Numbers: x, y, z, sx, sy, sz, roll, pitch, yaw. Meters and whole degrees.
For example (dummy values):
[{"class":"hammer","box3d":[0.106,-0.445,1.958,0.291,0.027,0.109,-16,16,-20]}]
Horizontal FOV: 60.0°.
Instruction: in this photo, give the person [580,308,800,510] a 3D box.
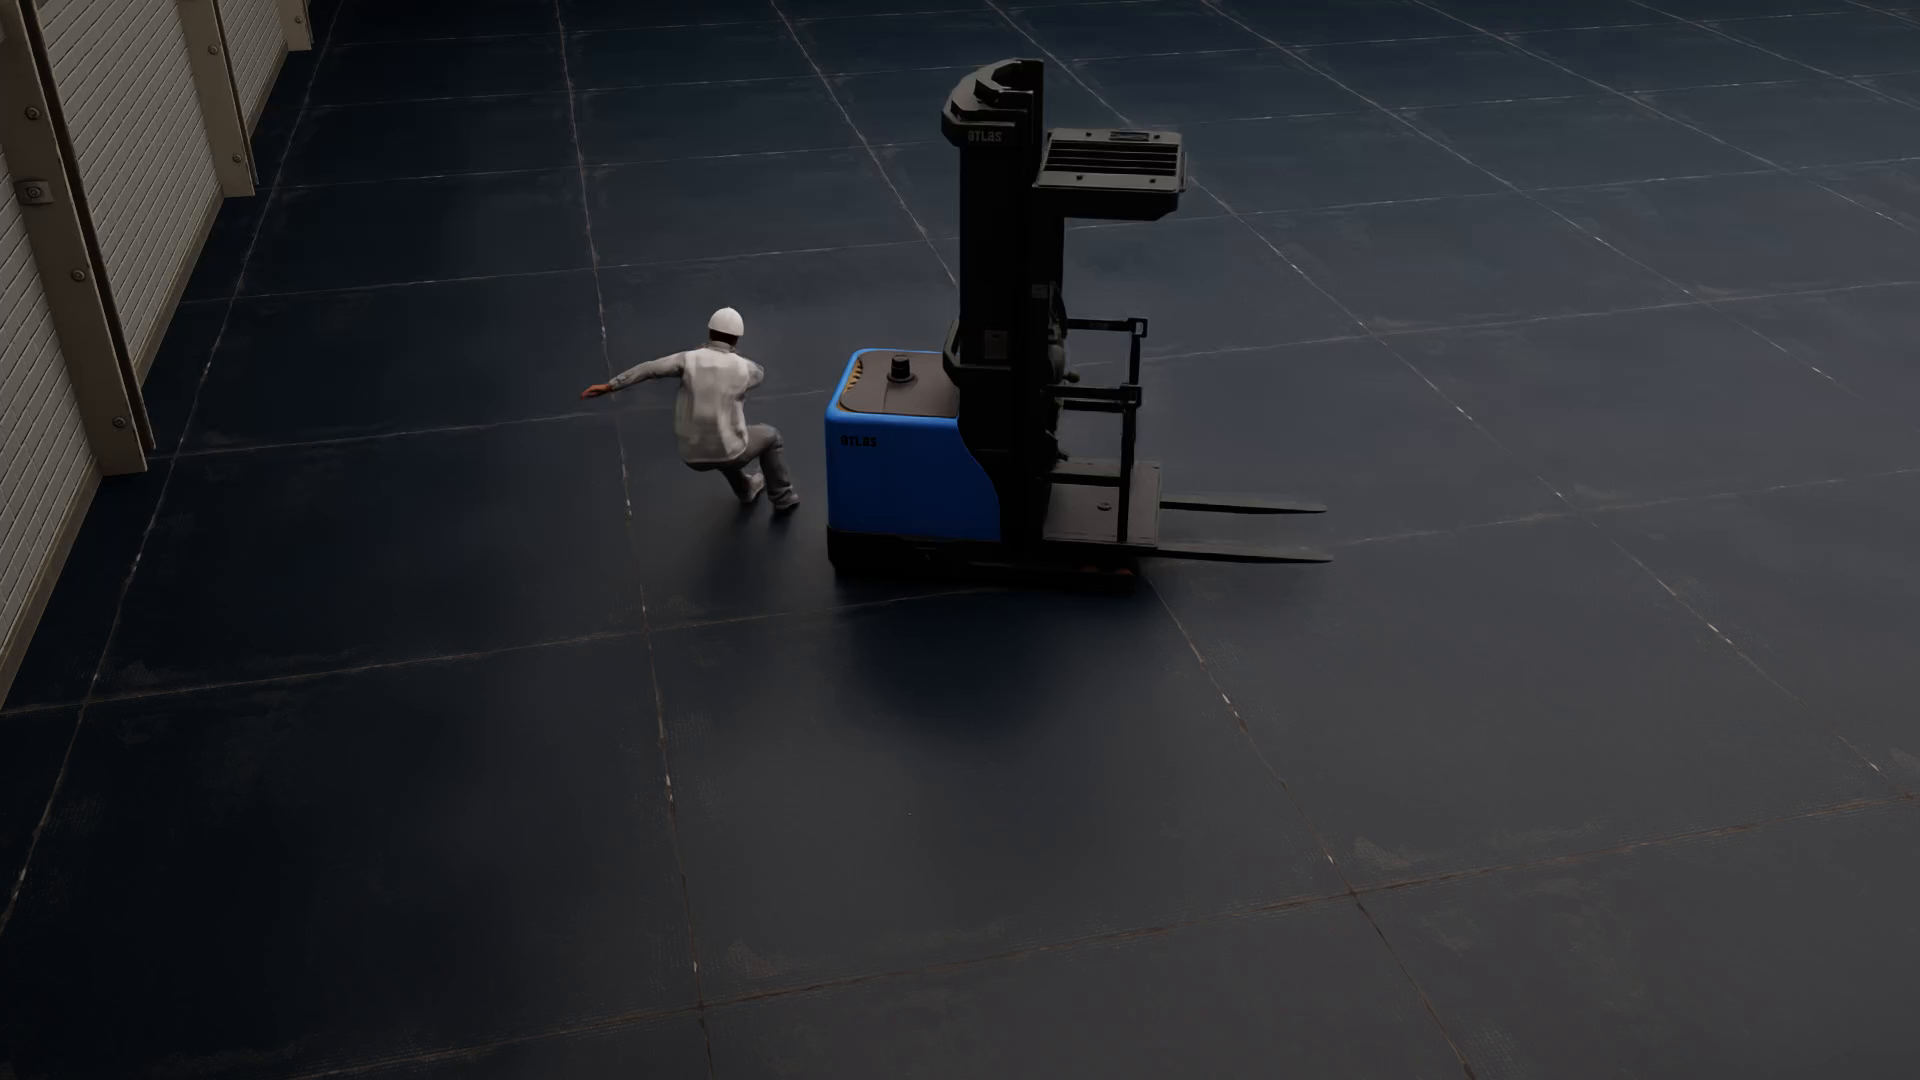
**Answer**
[{"class":"person","box3d":[-1.655,-0.771,10.408,1.183,1.437,0.895,2,30,4]}]

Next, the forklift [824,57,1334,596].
[{"class":"forklift","box3d":[0.753,-1.218,9.678,3.031,2.935,1.130,4,30,6]}]
